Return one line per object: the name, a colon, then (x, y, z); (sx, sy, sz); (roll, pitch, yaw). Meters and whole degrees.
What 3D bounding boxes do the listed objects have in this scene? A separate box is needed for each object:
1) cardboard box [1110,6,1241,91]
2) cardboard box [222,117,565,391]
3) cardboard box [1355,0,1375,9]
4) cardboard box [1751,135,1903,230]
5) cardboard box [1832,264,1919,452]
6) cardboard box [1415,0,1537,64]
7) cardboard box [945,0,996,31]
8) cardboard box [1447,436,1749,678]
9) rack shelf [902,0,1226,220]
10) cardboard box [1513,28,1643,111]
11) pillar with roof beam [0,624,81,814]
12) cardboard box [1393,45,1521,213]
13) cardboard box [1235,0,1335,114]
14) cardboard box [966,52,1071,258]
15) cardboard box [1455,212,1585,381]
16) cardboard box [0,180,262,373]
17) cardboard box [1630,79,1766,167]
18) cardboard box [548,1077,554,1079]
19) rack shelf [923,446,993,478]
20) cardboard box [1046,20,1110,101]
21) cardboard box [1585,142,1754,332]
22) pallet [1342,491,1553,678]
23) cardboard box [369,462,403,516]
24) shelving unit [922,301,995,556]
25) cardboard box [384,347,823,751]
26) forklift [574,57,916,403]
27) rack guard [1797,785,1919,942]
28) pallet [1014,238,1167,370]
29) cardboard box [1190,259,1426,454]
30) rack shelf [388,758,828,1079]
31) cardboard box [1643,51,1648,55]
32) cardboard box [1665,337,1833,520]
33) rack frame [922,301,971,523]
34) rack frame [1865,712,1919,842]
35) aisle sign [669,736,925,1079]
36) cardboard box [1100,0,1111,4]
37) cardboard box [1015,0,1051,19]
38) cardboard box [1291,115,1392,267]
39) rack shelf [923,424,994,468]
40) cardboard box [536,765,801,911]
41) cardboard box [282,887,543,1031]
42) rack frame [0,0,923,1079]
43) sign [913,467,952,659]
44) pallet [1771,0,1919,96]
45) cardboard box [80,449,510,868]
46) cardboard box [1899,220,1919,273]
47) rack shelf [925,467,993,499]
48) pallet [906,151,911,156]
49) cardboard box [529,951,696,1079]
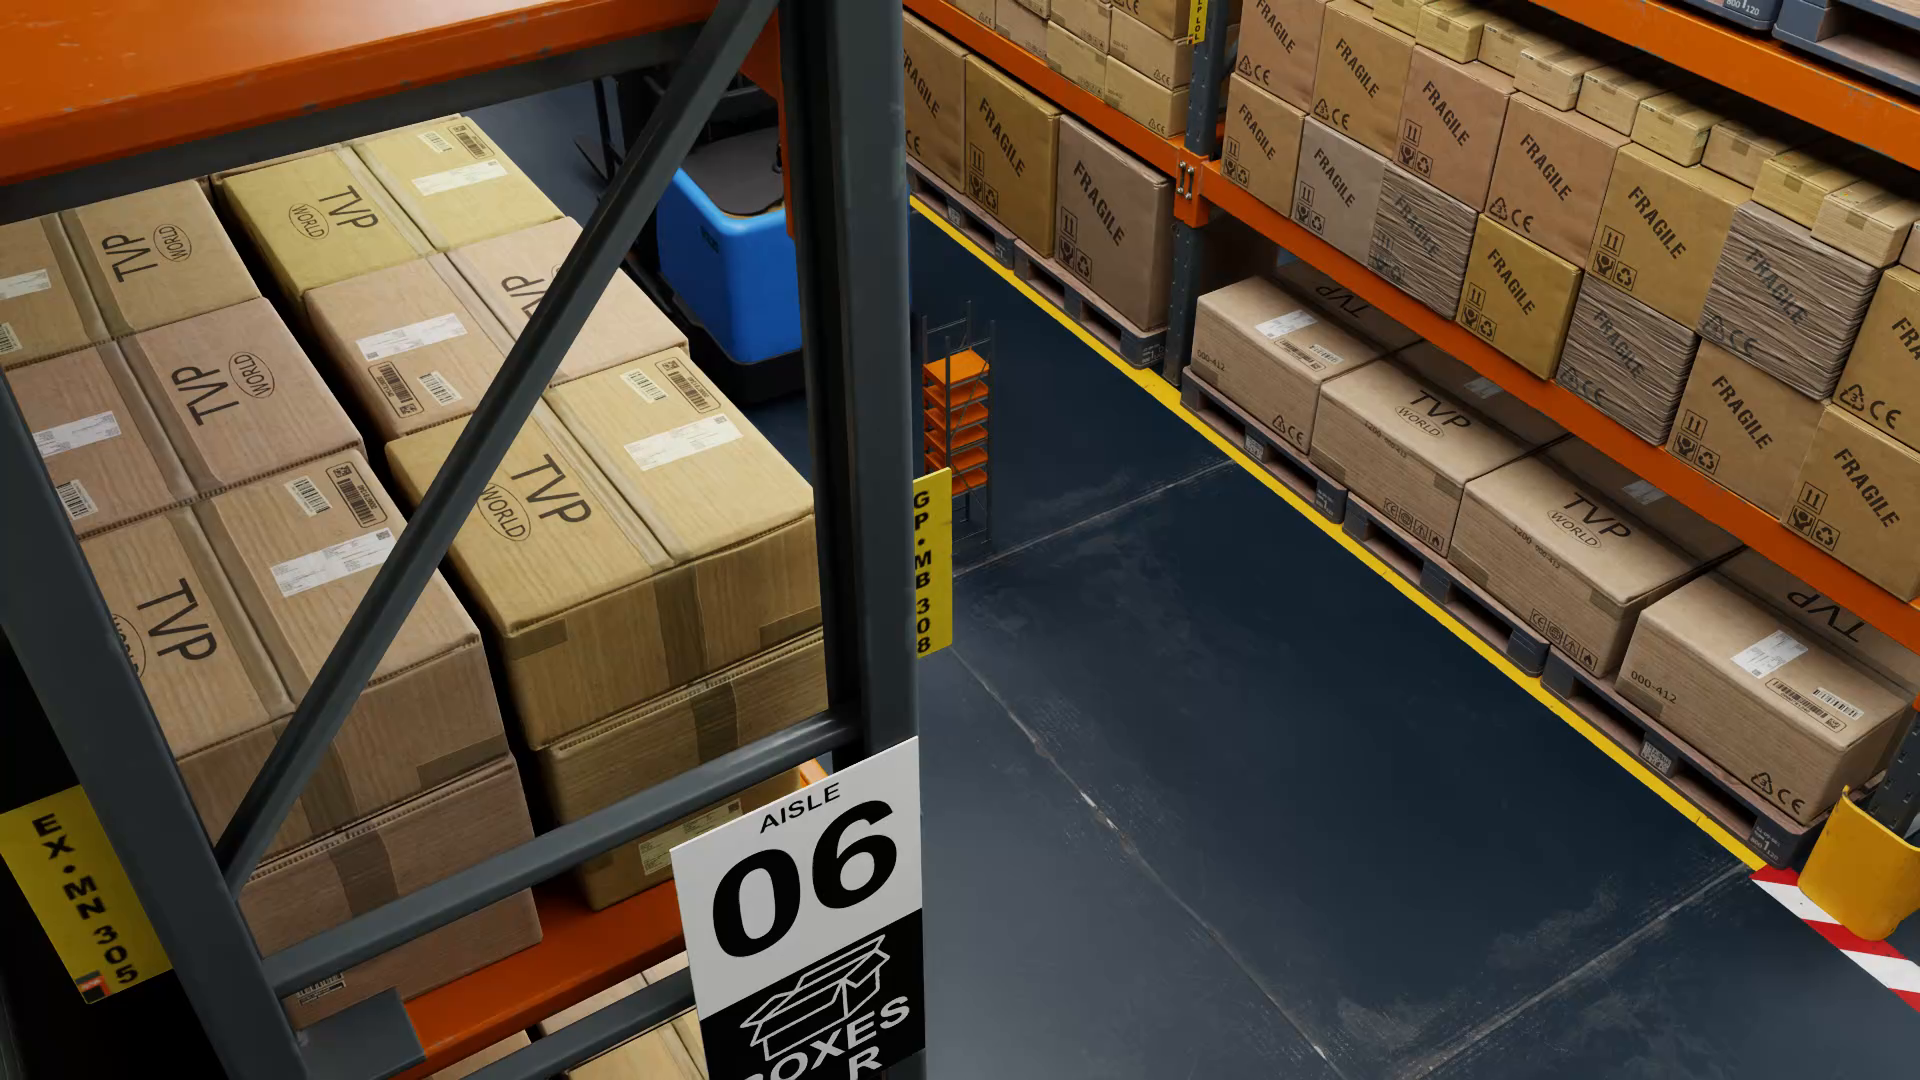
cardboard box: (1.078, -2.439, 8.061); (0.500, 0.250, 0.500); (-22, 45, -24)
cardboard box: (-1.078, -0.555, 3.224); (0.500, 0.250, 0.500); (-23, 45, -25)
cardboard box: (1.795, -2.306, 6.809); (0.380, 0.149, 0.250); (-23, 45, -25)
cardboard box: (2.842, -1.177, 5.454); (0.380, 0.149, 0.250); (-21, 44, -23)
cardboard box: (3.211, -0.592, 5.259); (0.500, 0.500, 0.500); (-21, 44, -23)
cardboard box: (1.996, -1.998, 6.438); (0.380, 0.149, 0.250); (-23, 45, -26)
cardboard box: (0.257, -3.080, 9.220); (0.500, 0.250, 0.500); (-22, 45, -24)
cardboard box: (2.733, 0.019, 7.058); (0.875, 0.438, 0.875); (-21, 44, -23)
rack shelf: (0.445, -2.954, 9.513); (1.077, 0.370, 4.000); (-22, 45, -24)
cardboard box: (2.274, -1.734, 6.122); (0.380, 0.149, 0.250); (-22, 45, -24)
pillar with roof beam: (0.581, -3.540, 4.969); (9.100, 9.000, 0.400); (-22, 45, -24)
cardboard box: (2.104, -1.677, 6.561); (0.500, 0.500, 0.500); (-21, 44, -24)
cardboard box: (1.572, -2.233, 7.227); (0.500, 0.500, 0.500); (-22, 45, -24)
cardboard box: (0.627, -2.288, 9.484); (0.875, 0.875, 0.875); (-21, 44, -23)
cardboard box: (2.358, -1.024, 6.557); (0.500, 0.500, 0.500); (-21, 44, -23)
cardboard box: (-1.552, -0.381, 3.016); (0.500, 0.250, 0.500); (-22, 44, -24)
cardboard box: (2.577, -1.458, 5.791); (0.380, 0.149, 0.250); (-21, 44, -23)
cardboard box: (-0.804, 1.292, 4.052); (0.380, 0.149, 0.250); (-23, 45, -25)
rack shelf: (-0.008, -0.342, 7.481); (0.258, 0.103, 0.180); (-22, 45, -24)
cardboard box: (0.794, -2.524, 8.552); (0.500, 0.250, 0.500); (-23, 45, -25)
cardboard box: (2.642, -1.132, 5.907); (0.500, 0.500, 0.500); (-22, 45, -25)
pallet: (2.523, 0.017, 7.564); (1.003, 0.211, 1.213); (-22, 45, -24)
cardboard box: (-0.811, -0.091, 3.057); (0.500, 0.250, 0.500); (-21, 44, -24)
shelving unit: (-0.008, -0.469, 7.375); (0.258, 1.200, 0.189); (-22, 45, -24)
cardboard box: (-0.539, -0.008, 2.568); (0.500, 0.250, 0.500); (-23, 45, -25)
forklift: (-1.395, -2.752, 8.763); (1.130, 2.935, 3.031); (-20, 44, -22)
rack guard: (3.684, 0.982, 6.181); (1.175, 0.500, 0.348); (-22, 45, -24)
pallet: (1.042, -1.470, 9.349); (1.003, 0.211, 1.213); (-22, 45, -24)
cardboard box: (1.767, -0.952, 8.222); (0.875, 0.438, 0.875); (-23, 45, -25)
rack shelf: (-1.587, -0.236, 3.909); (1.077, 0.370, 4.000); (-22, 45, -24)
cardboard box: (2.733, -1.926, 6.353); (0.380, 0.149, 0.250); (-22, 45, -24)
cardboard box: (2.931, -0.475, 5.899); (0.500, 0.500, 0.500); (-23, 45, -25)
rack frame: (-0.057, -0.518, 7.435); (0.240, 1.200, 0.006); (-22, 45, -24)
rack frame: (3.671, 0.008, 5.397); (1.000, 3.000, 0.127); (-22, 45, -24)
aisle sign: (-0.228, 0.656, 2.589); (0.394, 0.787, 0.004); (-22, 45, -24)
cardboard box: (0.784, -3.004, 8.153); (0.500, 0.500, 0.500); (-21, 44, -24)
cardboard box: (0.519, -2.984, 8.714); (0.500, 0.250, 0.500); (-21, 44, -23)
cardboard box: (1.819, -1.573, 7.216); (0.500, 0.500, 0.500); (-22, 45, -24)
rack shelf: (-0.008, -0.435, 7.404); (0.258, 0.103, 0.180); (-22, 45, -24)
cardboard box: (-0.487, 0.411, 2.767); (0.380, 0.149, 0.250); (-21, 44, -24)
cardboard box: (-0.879, 0.570, 2.576); (0.380, 0.149, 0.250); (-21, 44, -23)
rack frame: (-0.512, -0.586, 1.423); (1.000, 3.000, 0.127); (-22, 45, -24)
sign: (-0.055, 0.044, 2.328); (0.100, 0.325, 0.005); (-22, 45, -24)
pallet: (3.263, -1.507, 4.941); (1.003, 0.211, 1.213); (-22, 45, -24)
cardboard box: (-0.986, 0.174, 2.349); (0.500, 0.250, 0.500); (-23, 45, -26)
cardboard box: (3.152, -0.917, 5.141); (0.380, 0.149, 0.250); (-21, 44, -24)
rack shelf: (-0.008, -0.250, 7.557); (0.258, 0.103, 0.180); (-22, 45, -24)
pallet: (-0.270, -2.787, 10.929); (1.003, 0.211, 1.213); (-22, 45, -24)
cardboard box: (-0.800, 1.053, 4.028); (0.500, 0.250, 0.500); (-22, 44, -24)
